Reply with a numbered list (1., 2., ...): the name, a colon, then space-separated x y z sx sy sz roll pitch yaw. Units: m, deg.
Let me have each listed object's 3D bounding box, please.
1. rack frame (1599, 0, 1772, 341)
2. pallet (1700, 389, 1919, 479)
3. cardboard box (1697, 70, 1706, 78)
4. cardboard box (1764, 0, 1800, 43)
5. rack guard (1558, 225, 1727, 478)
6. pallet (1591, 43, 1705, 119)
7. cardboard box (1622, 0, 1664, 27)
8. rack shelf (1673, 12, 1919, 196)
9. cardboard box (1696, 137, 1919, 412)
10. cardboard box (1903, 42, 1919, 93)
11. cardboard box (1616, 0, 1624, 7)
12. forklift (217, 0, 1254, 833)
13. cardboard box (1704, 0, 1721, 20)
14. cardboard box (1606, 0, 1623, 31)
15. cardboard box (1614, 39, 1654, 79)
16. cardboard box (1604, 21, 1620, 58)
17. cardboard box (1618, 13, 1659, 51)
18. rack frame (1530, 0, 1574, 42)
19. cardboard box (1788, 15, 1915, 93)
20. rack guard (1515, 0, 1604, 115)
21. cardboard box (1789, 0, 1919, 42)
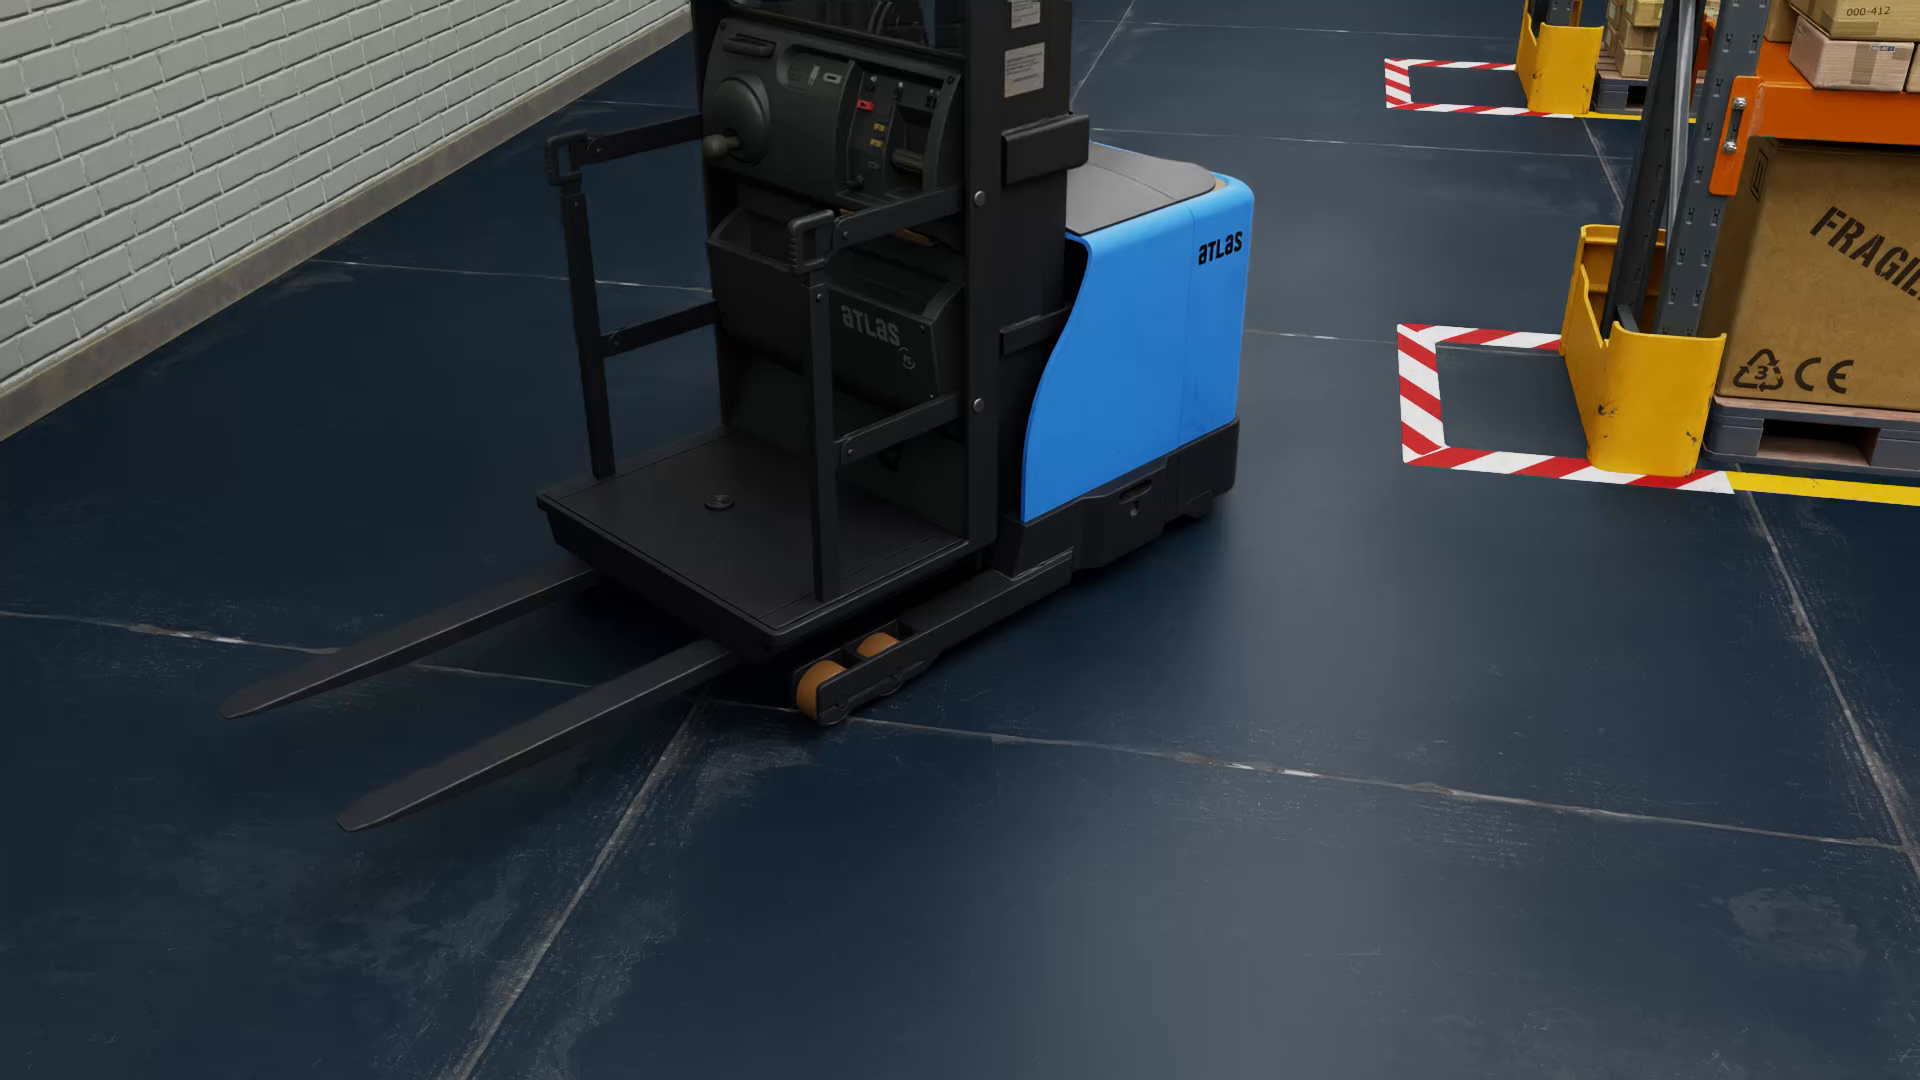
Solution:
1. rack frame: 2.471 -1.810 5.432 0.127 3.000 1.000 6 29 11
2. pallet: 3.270 -0.543 6.022 1.213 0.211 1.003 6 29 11
3. cardboard box: 4.325 -2.872 9.904 0.250 0.149 0.380 6 29 10
4. cardboard box: 2.888 -1.819 5.710 0.250 0.149 0.380 6 29 12
5. rack guard: 2.448 -0.716 6.037 0.348 0.500 1.175 6 29 11
6. pallet: 4.467 -2.800 10.145 1.213 0.211 1.003 6 29 11
7. cardboard box: 4.047 -3.112 9.722 0.250 0.149 0.380 5 29 8
8. rack shelf: 4.427 -1.294 5.239 4.000 0.370 1.077 6 29 11
9. cardboard box: 3.114 -1.035 5.793 0.875 0.875 0.875 6 29 11
10. cardboard box: 3.001 -1.484 5.099 0.250 0.149 0.380 5 29 10
11. cardboard box: 4.177 -3.390 10.230 0.250 0.149 0.380 6 29 11
12. forklift: -0.499 -1.081 4.172 3.031 2.935 1.130 -26 38 -38
13. cardboard box: 4.342 -3.140 9.775 0.250 0.149 0.380 6 29 11
14. cardboard box: 4.182 -3.274 10.329 0.250 0.149 0.380 5 29 9
15. cardboard box: 4.051 -2.860 9.882 0.250 0.149 0.380 6 29 12
16. cardboard box: 4.164 -3.108 10.335 0.250 0.149 0.380 6 29 11
17. cardboard box: 4.065 -3.020 9.864 0.250 0.149 0.380 7 29 13
18. rack frame: 3.606 -4.129 9.668 0.127 3.000 1.000 6 29 11
19. cardboard box: 2.750 -1.509 5.144 0.250 0.149 0.380 6 29 11
20. rack guard: 3.680 -3.025 10.255 0.348 0.500 1.175 6 29 11
21. cardboard box: 2.884 -1.700 5.077 0.500 0.250 0.500 5 29 9
